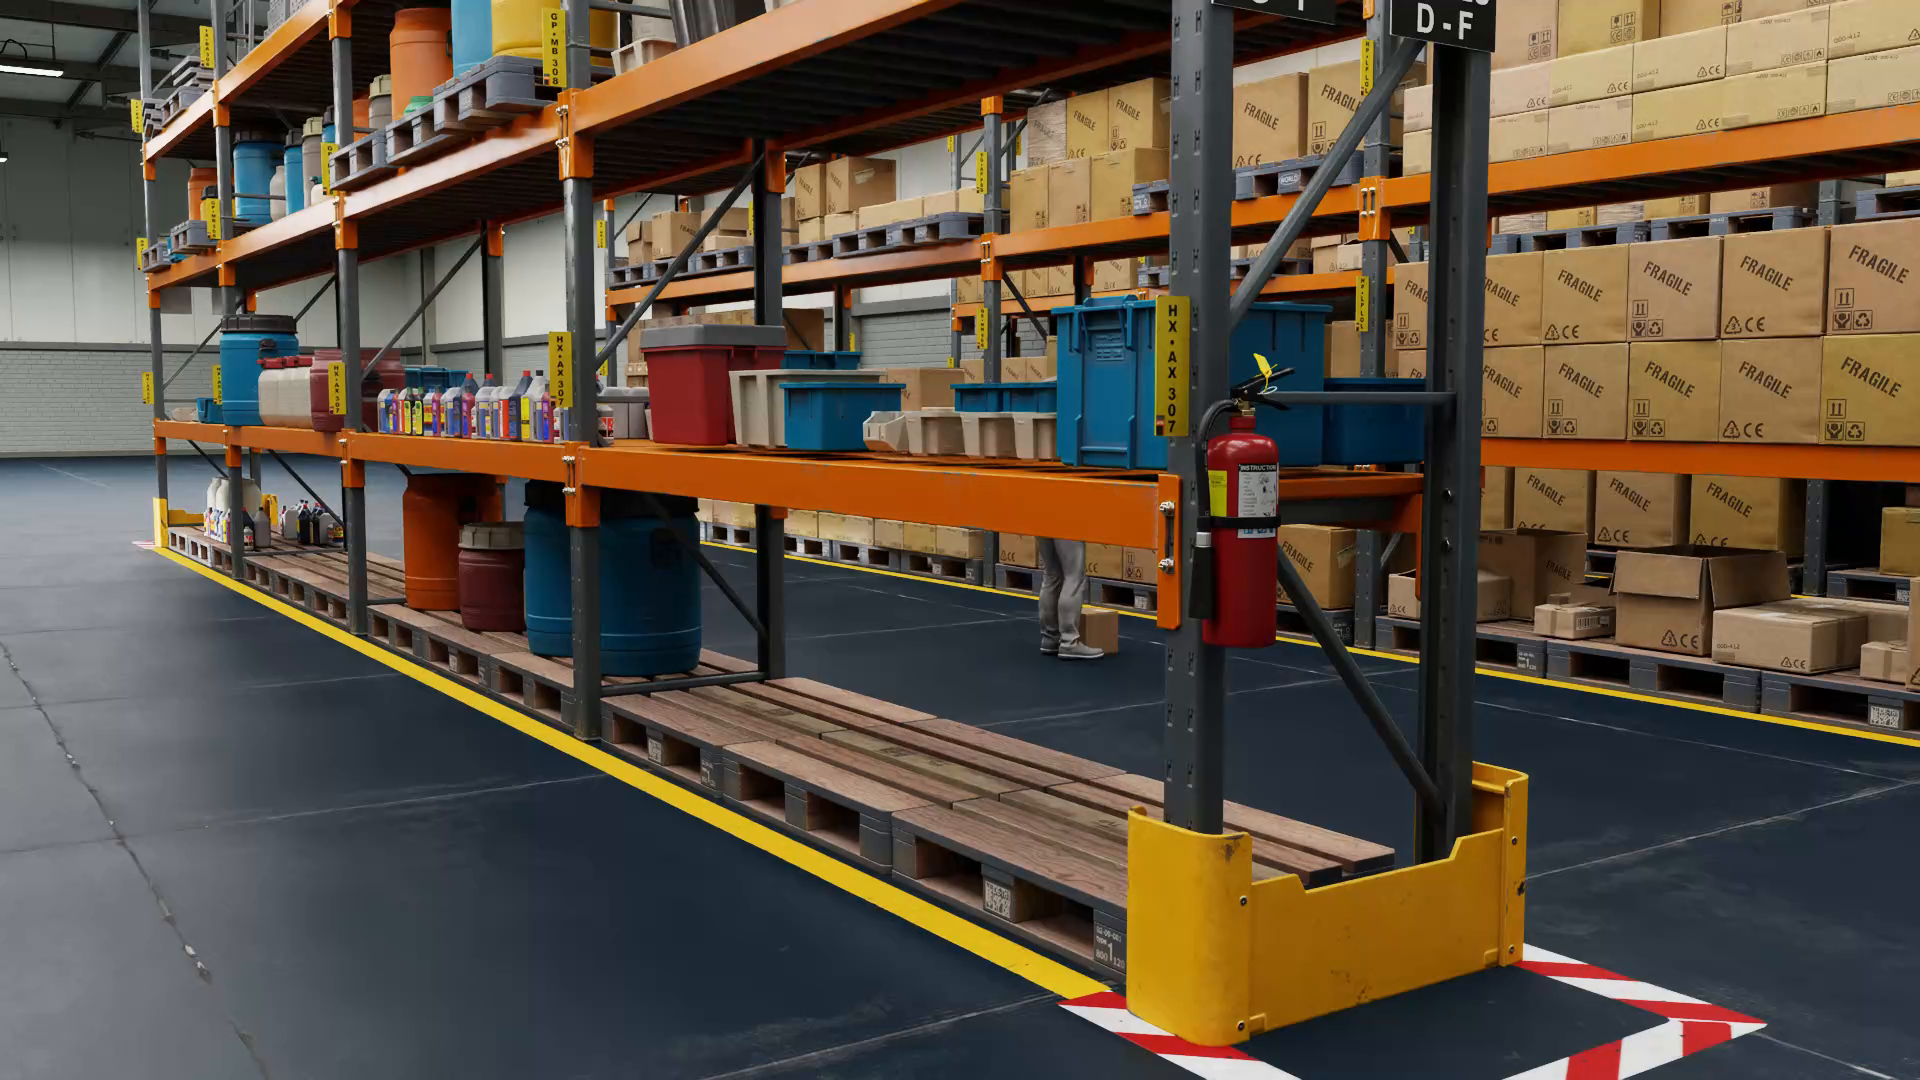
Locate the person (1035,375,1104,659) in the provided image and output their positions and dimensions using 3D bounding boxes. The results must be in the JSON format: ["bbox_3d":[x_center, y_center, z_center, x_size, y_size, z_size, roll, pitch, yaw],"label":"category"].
[{"bbox_3d":[0.597,-0.145,9.801,0.403,1.663,0.528,-3,6,-34],"label":"person"}]
